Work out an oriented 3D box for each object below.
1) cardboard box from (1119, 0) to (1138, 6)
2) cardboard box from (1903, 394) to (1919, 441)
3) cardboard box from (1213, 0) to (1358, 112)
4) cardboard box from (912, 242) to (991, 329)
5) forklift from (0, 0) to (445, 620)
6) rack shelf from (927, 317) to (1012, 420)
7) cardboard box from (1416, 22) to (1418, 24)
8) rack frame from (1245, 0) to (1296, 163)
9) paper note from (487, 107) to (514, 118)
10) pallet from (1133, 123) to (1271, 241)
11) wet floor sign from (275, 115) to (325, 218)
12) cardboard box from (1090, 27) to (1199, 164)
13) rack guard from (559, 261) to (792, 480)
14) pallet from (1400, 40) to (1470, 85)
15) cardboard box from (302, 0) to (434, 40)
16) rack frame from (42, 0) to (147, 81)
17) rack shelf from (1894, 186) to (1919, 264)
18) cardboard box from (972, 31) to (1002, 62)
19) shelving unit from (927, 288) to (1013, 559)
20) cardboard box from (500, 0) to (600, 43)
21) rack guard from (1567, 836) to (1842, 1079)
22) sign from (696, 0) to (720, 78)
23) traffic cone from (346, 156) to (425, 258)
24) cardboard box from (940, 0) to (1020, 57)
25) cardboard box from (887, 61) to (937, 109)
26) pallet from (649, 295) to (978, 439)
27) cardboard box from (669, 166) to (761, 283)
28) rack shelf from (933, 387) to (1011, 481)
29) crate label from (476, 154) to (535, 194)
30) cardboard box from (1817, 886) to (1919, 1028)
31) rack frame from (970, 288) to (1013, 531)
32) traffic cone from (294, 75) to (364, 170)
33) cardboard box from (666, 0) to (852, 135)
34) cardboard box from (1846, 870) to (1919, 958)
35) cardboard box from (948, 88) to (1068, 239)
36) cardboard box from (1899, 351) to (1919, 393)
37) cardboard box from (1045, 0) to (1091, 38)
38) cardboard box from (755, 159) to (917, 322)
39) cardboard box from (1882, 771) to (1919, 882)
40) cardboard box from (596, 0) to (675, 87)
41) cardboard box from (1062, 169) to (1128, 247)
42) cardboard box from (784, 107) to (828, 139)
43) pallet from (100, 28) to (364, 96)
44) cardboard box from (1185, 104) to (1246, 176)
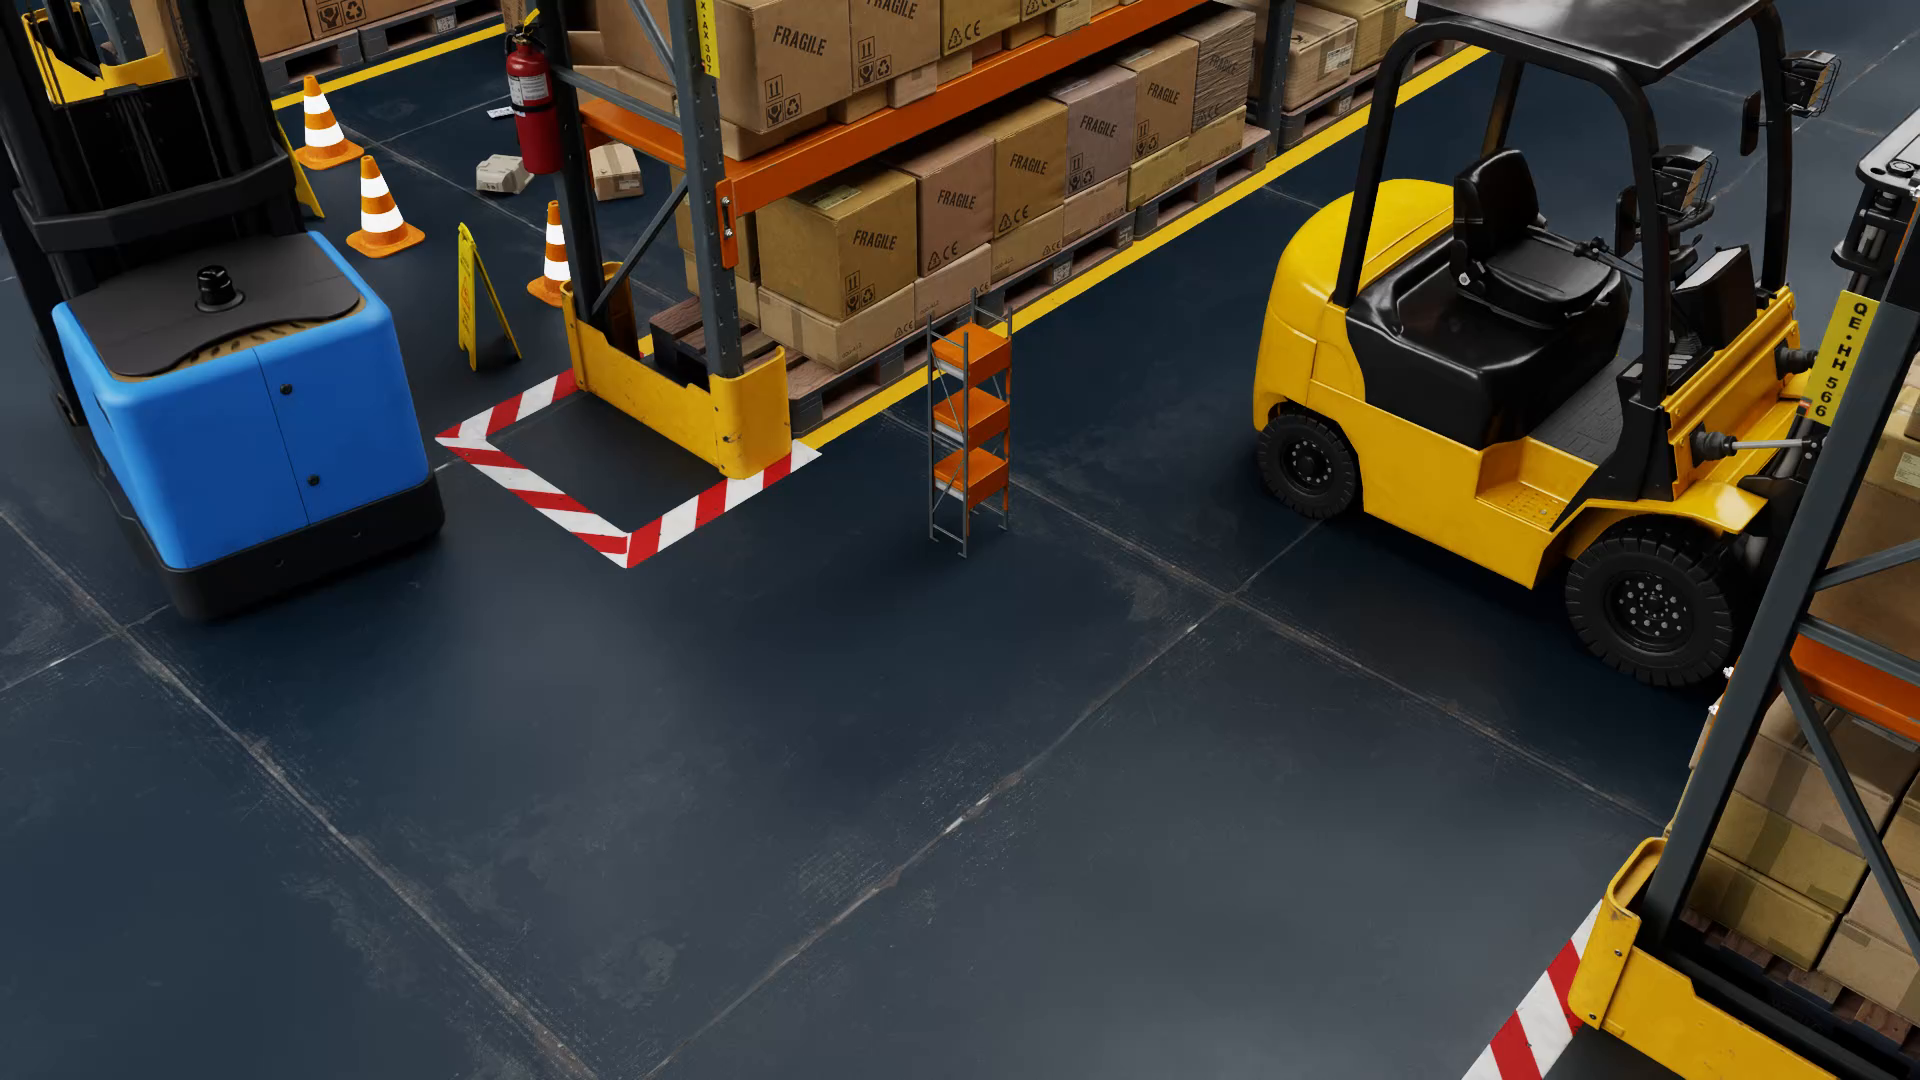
[{"bbox_3d":[0.720,-2.698,7.935,0.380,0.149,0.250,29,47,31],"label":"cardboard box"},{"bbox_3d":[2.449,-0.283,3.855,0.380,0.149,0.250,30,47,32],"label":"cardboard box"},{"bbox_3d":[1.747,-2.918,9.784,0.950,0.372,0.625,30,47,32],"label":"cardboard box"},{"bbox_3d":[-0.205,-1.277,7.817,0.500,0.250,0.500,31,48,33],"label":"cardboard box"},{"bbox_3d":[-3.361,-1.714,6.550,1.130,2.935,3.031,-25,45,-28],"label":"forklift"},{"bbox_3d":[0.036,-0.649,6.284,0.215,0.259,0.240,30,47,32],"label":"rack shelf"},{"bbox_3d":[2.698,-3.570,10.604,0.950,0.372,0.625,31,48,33],"label":"cardboard box"},{"bbox_3d":[1.395,-3.540,8.792,1.000,3.000,0.127,30,47,32],"label":"rack frame"},{"bbox_3d":[-2.742,-2.560,9.947,0.142,0.017,0.144,-18,42,-21],"label":"paper note"},{"bbox_3d":[0.968,-2.126,9.253,1.003,0.211,1.213,30,47,32],"label":"pallet"},{"bbox_3d":[-3.583,-1.969,8.707,0.267,0.644,0.232,22,43,25],"label":"wet floor sign"},{"bbox_3d":[0.852,-2.303,8.506,0.500,0.500,0.500,31,48,33],"label":"cardboard box"},{"bbox_3d":[-1.252,-0.759,7.303,1.175,0.500,0.348,30,47,32],"label":"rack guard"},{"bbox_3d":[2.742,-3.370,10.819,1.003,0.211,1.213,30,47,32],"label":"pallet"},{"bbox_3d":[-4.025,-3.812,10.503,0.875,0.875,0.875,29,47,31],"label":"cardboard box"},{"bbox_3d":[-5.025,-3.735,9.037,1.000,3.000,0.127,30,47,32],"label":"rack frame"},{"bbox_3d":[3.712,-1.432,4.308,1.077,0.370,4.000,30,47,32],"label":"rack shelf"},{"bbox_3d":[-0.034,-2.260,7.384,0.380,0.149,0.250,31,48,33],"label":"cardboard box"},{"bbox_3d":[0.036,-0.435,6.454,0.215,1.050,0.252,30,47,32],"label":"shelving unit"},{"bbox_3d":[-2.617,-3.451,10.686,0.500,0.500,0.500,-26,45,-29],"label":"cardboard box"},{"bbox_3d":[2.347,1.369,4.626,1.175,0.500,0.348,30,47,32],"label":"rack guard"},{"bbox_3d":[-0.903,-1.814,5.925,0.100,0.325,0.005,30,47,32],"label":"sign"},{"bbox_3d":[-3.014,-1.759,8.590,0.336,0.463,0.334,30,47,32],"label":"traffic cone"},{"bbox_3d":[-0.089,-2.433,7.081,0.500,0.500,0.500,29,47,31],"label":"cardboard box"},{"bbox_3d":[-0.318,-1.981,7.033,0.380,0.149,0.250,30,48,32],"label":"cardboard box"},{"bbox_3d":[-0.678,-1.005,7.844,1.003,0.211,1.213,30,47,32],"label":"pallet"},{"bbox_3d":[-0.955,-1.562,7.573,0.500,0.500,0.500,30,47,32],"label":"cardboard box"},{"bbox_3d":[0.036,-0.427,6.461,0.215,0.259,0.240,30,47,32],"label":"rack shelf"},{"bbox_3d":[-2.530,-2.019,9.178,0.250,0.136,0.298,8,39,10],"label":"crate label"},{"bbox_3d":[2.839,1.148,4.768,0.500,0.250,0.500,30,47,32],"label":"cardboard box"},{"bbox_3d":[0.118,-0.492,6.525,0.200,1.050,0.008,30,47,32],"label":"rack frame"},{"bbox_3d":[-3.619,-2.390,9.383,0.336,0.463,0.334,30,47,32],"label":"traffic cone"},{"bbox_3d":[-0.779,-1.959,6.485,0.500,0.500,0.500,29,47,31],"label":"cardboard box"},{"bbox_3d":[2.834,0.967,4.594,0.500,0.250,0.500,31,48,33],"label":"cardboard box"},{"bbox_3d":[0.155,-1.819,7.897,0.500,0.500,0.500,31,48,33],"label":"cardboard box"},{"bbox_3d":[2.541,-0.320,4.141,0.380,0.149,0.250,30,48,33],"label":"cardboard box"},{"bbox_3d":[0.379,-2.460,7.635,0.380,0.149,0.250,30,47,32],"label":"cardboard box"},{"bbox_3d":[-0.539,-1.350,7.307,0.500,0.500,0.500,28,46,31],"label":"cardboard box"},{"bbox_3d":[2.827,0.759,4.454,0.500,0.250,0.500,29,47,31],"label":"cardboard box"},{"bbox_3d":[-1.141,-2.223,6.817,0.500,0.500,0.500,29,47,31],"label":"cardboard box"},{"bbox_3d":[0.496,-1.764,8.430,0.500,0.250,0.500,30,48,32],"label":"cardboard box"},{"bbox_3d":[-0.762,-1.796,6.800,0.380,0.149,0.250,30,48,32],"label":"cardboard box"},{"bbox_3d":[-4.544,-3.043,10.408,1.003,0.211,1.213,30,47,32],"label":"pallet"},{"bbox_3d":[1.195,-2.244,9.034,0.500,0.250,0.500,-32,48,-34],"label":"cardboard box"}]
